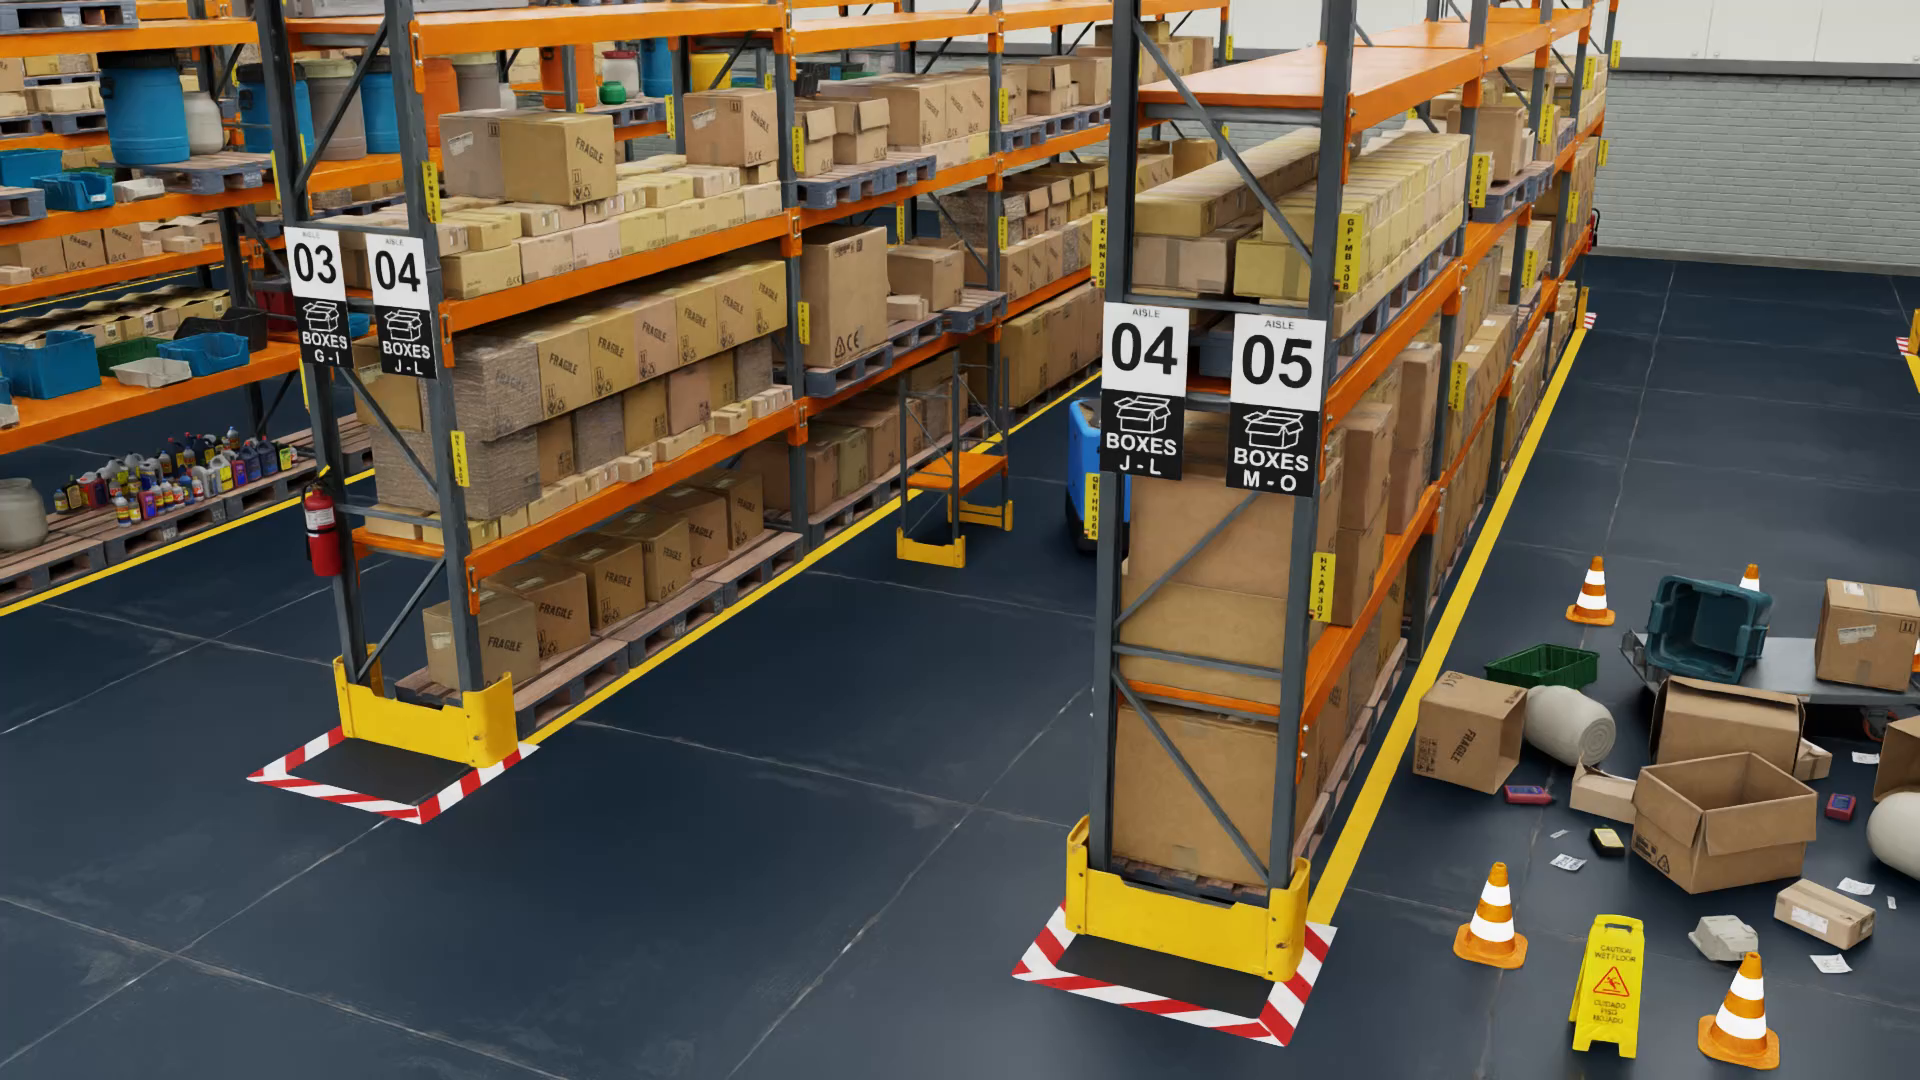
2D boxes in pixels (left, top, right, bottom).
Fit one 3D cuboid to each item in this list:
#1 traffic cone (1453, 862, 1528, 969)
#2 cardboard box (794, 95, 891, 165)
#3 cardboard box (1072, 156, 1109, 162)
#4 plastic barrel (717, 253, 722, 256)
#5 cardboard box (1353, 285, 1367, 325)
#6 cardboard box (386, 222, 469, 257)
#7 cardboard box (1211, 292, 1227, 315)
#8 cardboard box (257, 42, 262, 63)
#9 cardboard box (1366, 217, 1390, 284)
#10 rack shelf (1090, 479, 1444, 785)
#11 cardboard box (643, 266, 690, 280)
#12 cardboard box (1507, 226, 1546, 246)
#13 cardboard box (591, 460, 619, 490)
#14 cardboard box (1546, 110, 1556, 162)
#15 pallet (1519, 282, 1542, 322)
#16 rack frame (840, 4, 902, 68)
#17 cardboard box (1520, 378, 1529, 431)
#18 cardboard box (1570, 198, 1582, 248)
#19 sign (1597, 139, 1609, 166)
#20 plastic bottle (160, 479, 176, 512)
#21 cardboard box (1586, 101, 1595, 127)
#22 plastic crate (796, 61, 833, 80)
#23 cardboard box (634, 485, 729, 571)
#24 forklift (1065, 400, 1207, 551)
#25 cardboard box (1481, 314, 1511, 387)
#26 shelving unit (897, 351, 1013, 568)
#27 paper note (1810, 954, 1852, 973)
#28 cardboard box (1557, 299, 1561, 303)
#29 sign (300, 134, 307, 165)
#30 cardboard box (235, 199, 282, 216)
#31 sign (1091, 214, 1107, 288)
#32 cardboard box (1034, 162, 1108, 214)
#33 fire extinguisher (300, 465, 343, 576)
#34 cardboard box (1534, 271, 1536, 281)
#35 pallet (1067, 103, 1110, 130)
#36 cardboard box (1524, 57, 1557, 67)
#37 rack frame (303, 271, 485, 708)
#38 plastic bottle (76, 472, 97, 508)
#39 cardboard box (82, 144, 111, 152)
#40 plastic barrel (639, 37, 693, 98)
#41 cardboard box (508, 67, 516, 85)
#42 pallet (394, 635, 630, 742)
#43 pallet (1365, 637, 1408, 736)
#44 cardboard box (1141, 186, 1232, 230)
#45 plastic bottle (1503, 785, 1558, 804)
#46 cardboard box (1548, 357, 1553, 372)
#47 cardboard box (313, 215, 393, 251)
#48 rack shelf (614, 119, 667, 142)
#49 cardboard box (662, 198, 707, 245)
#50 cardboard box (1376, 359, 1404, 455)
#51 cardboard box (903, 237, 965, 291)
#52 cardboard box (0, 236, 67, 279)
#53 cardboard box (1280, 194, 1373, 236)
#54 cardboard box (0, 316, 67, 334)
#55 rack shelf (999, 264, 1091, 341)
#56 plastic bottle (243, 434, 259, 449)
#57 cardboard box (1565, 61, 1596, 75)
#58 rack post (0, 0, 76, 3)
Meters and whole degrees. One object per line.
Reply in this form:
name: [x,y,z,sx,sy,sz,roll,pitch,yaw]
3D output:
traffic cone: [2.640,1.807,8.197,0.336,0.463,0.334,9,21,23]
cardboard box: [-1.051,-3.433,13.888,0.797,0.503,0.637,10,22,25]
cardboard box: [1.710,-4.553,20.956,0.500,0.500,0.500,9,21,23]
plastic barrel: [-3.200,-3.525,21.910,0.600,0.901,0.708,9,21,23]
cardboard box: [1.663,-1.100,7.706,0.380,0.149,0.250,9,21,23]
cardboard box: [-3.033,-1.715,9.467,0.380,0.149,0.250,8,21,22]
cardboard box: [1.058,-1.186,7.949,0.380,0.149,0.250,9,21,23]
cardboard box: [-8.724,-6.158,20.690,0.500,0.500,0.500,9,21,23]
cardboard box: [1.765,-1.416,8.002,0.500,0.250,0.500,8,21,22]
rack shelf: [1.946,0.307,9.703,1.077,0.370,4.000,9,21,23]
cardboard box: [-2.339,-1.758,12.349,0.500,0.500,0.500,9,21,23]
cardboard box: [5.838,-3.139,17.178,0.380,0.149,0.250,8,21,21]
cardboard box: [-2.517,-0.451,11.136,0.380,0.149,0.250,9,21,23]
cardboard box: [5.078,-3.619,15.042,0.500,0.500,0.500,9,21,23]
pallet: [5.176,-2.387,16.490,1.003,0.211,1.213,9,21,23]
rack frame: [-1.324,-8.530,24.523,1.000,3.000,0.127,9,21,23]
cardboard box: [5.334,-1.379,16.475,0.500,0.500,0.500,8,21,21]
cardboard box: [6.909,-3.695,19.288,0.500,0.500,0.500,8,21,22]
sign: [8.177,-4.924,21.139,0.100,0.325,0.005,9,21,23]
plastic bottle: [-6.668,-0.381,13.977,0.097,0.271,0.097,0,20,0]
cardboard box: [6.899,-4.848,18.871,0.500,0.250,0.500,10,22,25]
plastic crate: [-2.200,-6.658,23.829,0.504,0.338,0.767,9,21,23]
cardboard box: [-2.147,-0.082,12.827,0.500,0.500,0.500,17,26,40]
forklift: [2.449,-1.430,13.616,3.031,2.935,1.130,-1,20,-3]
cardboard box: [4.258,-1.587,13.805,0.500,0.500,0.500,9,21,23]
shelving unit: [-0.031,-0.683,13.652,0.587,1.500,1.083,9,21,23]
paper note: [4.255,2.064,8.119,0.148,0.019,0.142,1,20,4]
cardboard box: [7.115,-2.859,20.272,0.380,0.149,0.250,8,21,21]
sign: [-5.740,-3.373,14.488,0.100,0.325,0.005,9,21,23]
cardboard box: [-8.962,-4.391,21.064,0.700,0.500,0.500,2,20,4]
sign: [0.637,-1.293,7.447,0.100,0.325,0.005,9,21,23]
cardboard box: [1.303,-4.124,19.442,0.797,0.503,0.637,8,21,21]
fire extinguisher: [-3.824,-0.124,9.957,0.296,0.674,0.183,9,21,23]
cardboard box: [5.528,-2.621,16.611,0.380,0.149,0.250,10,22,25]
pallet: [1.227,-4.837,18.901,0.805,0.209,1.217,8,21,21]
cardboard box: [6.930,-5.694,19.910,0.380,0.149,0.250,9,22,24]
rack frame: [-3.357,-0.132,9.864,1.000,3.000,0.127,9,21,23]
plastic bottle: [-7.395,-0.431,14.112,0.152,0.276,0.135,9,21,23]
cardboard box: [-12.593,-5.745,23.904,0.500,0.250,0.500,8,21,22]
plastic barrel: [-3.521,-5.785,19.907,0.600,0.901,0.708,9,21,23]
cardboard box: [-6.846,-6.771,24.278,0.500,0.250,0.500,9,21,23]
pallet: [-2.961,0.915,11.081,1.003,0.211,1.213,9,21,23]
pallet: [2.382,0.892,11.146,1.003,0.211,1.213,9,21,23]
cardboard box: [1.059,-1.562,7.817,0.380,0.149,0.250,9,21,23]
plastic bottle: [3.326,1.487,9.698,0.283,0.061,0.133,1,20,4]
cardboard box: [6.483,-2.011,18.775,0.380,0.149,0.250,8,21,20]
cardboard box: [-3.528,-1.790,9.679,0.380,0.149,0.250,9,21,23]
rack shelf: [-3.781,-4.943,19.989,1.077,0.370,4.000,9,21,23]
cardboard box: [-2.095,-2.208,11.447,0.500,0.250,0.500,8,21,22]
cardboard box: [2.117,-0.785,9.863,0.875,0.550,0.550,9,21,23]
cardboard box: [-0.266,-2.652,16.174,0.500,0.500,0.500,6,20,16]
cardboard box: [-10.210,-3.156,18.218,0.500,0.500,0.500,10,22,27]
cardboard box: [1.657,-1.471,7.562,0.380,0.149,0.250,9,21,23]
cardboard box: [-10.437,-2.357,18.761,0.500,0.311,0.500,8,21,23]
rack shelf: [0.738,-2.850,18.580,1.077,0.370,4.000,9,21,23]
plastic bottle: [-6.370,-0.777,14.974,0.144,0.351,0.185,9,21,23]
cardboard box: [7.160,-5.469,19.275,0.380,0.149,0.250,8,21,21]
rack post: [-7.111,-4.199,12.460,0.937,0.300,0.954,8,21,22]
